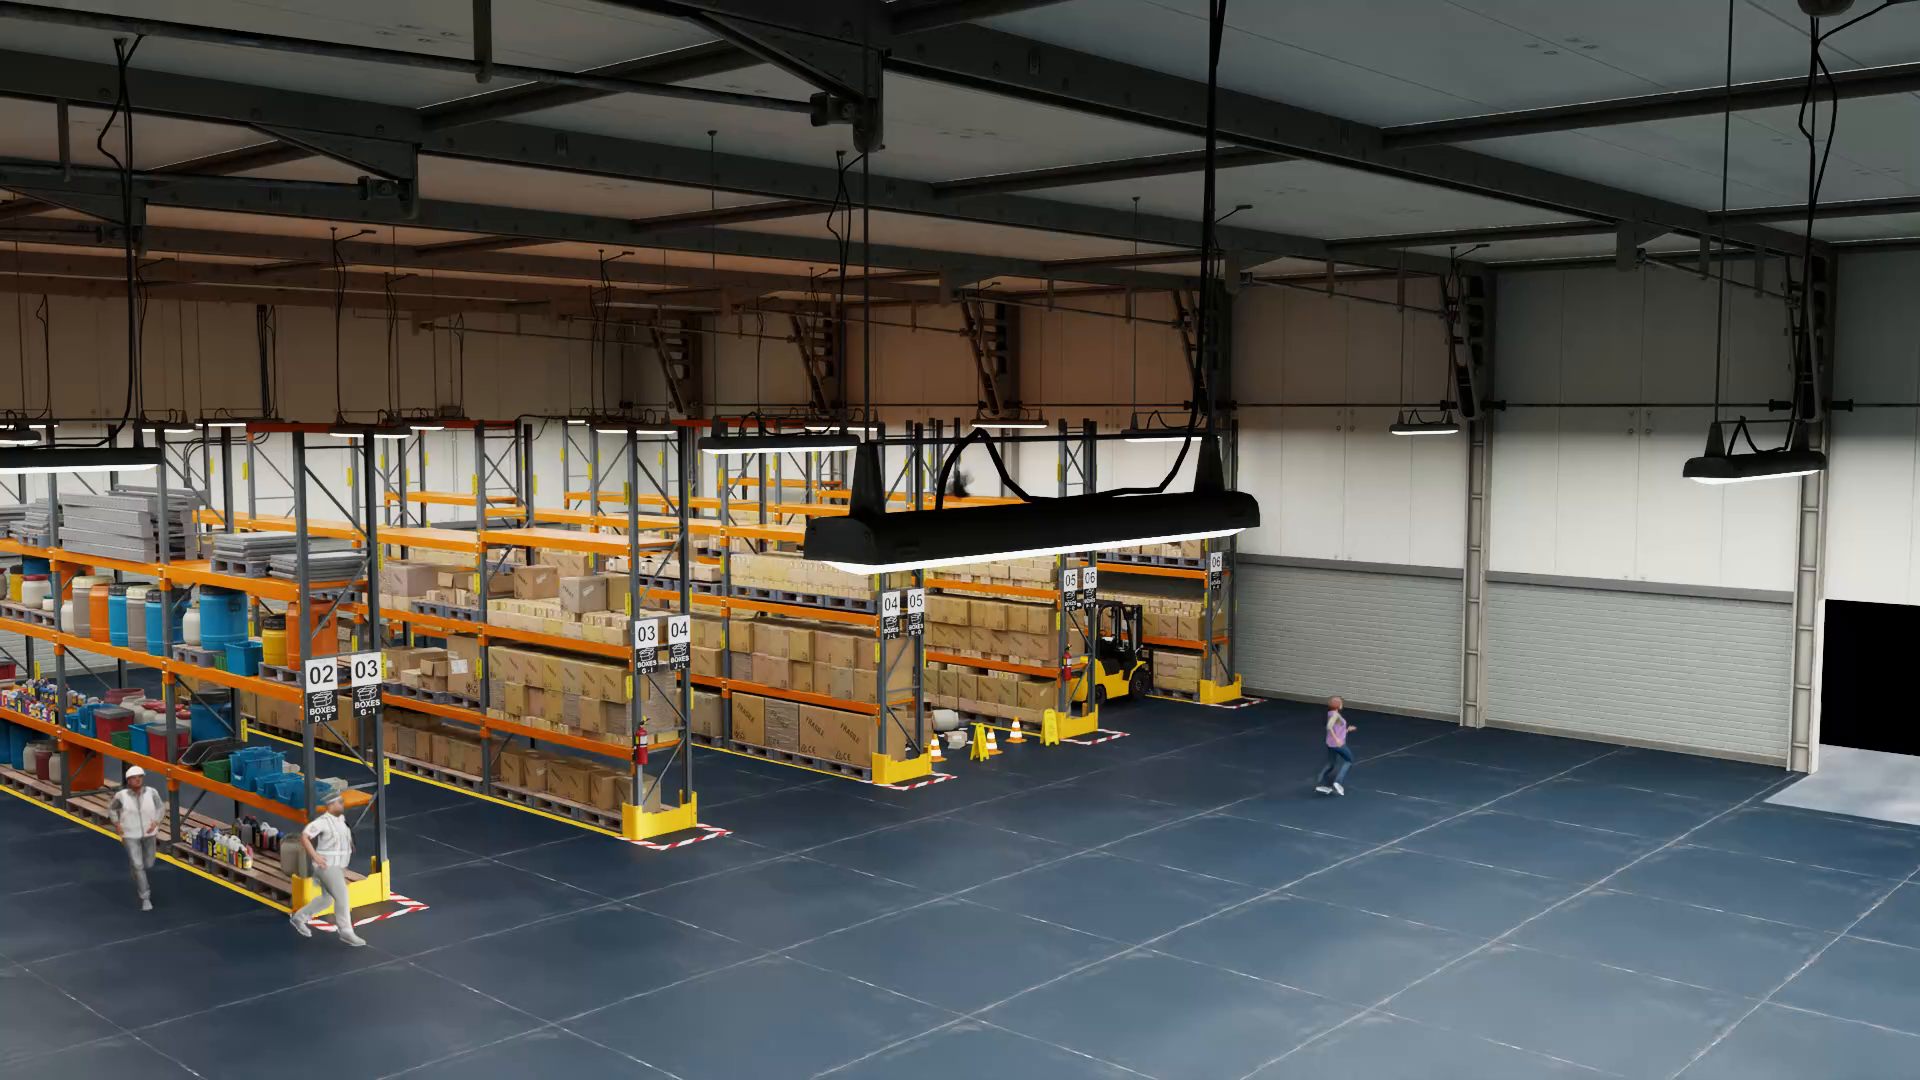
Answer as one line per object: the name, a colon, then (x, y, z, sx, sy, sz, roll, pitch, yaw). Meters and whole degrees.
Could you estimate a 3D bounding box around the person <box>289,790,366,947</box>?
person: (-7.440, 3.851, 19.661, 0.962, 1.767, 0.705, 0, 5, 1)

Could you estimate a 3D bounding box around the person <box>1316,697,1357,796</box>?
person: (6.094, 3.340, 26.895, 0.672, 1.590, 0.504, -1, 5, -11)

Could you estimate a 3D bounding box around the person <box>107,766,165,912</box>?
person: (-10.445, 3.746, 21.153, 0.630, 1.768, 1.087, -4, 6, -43)
